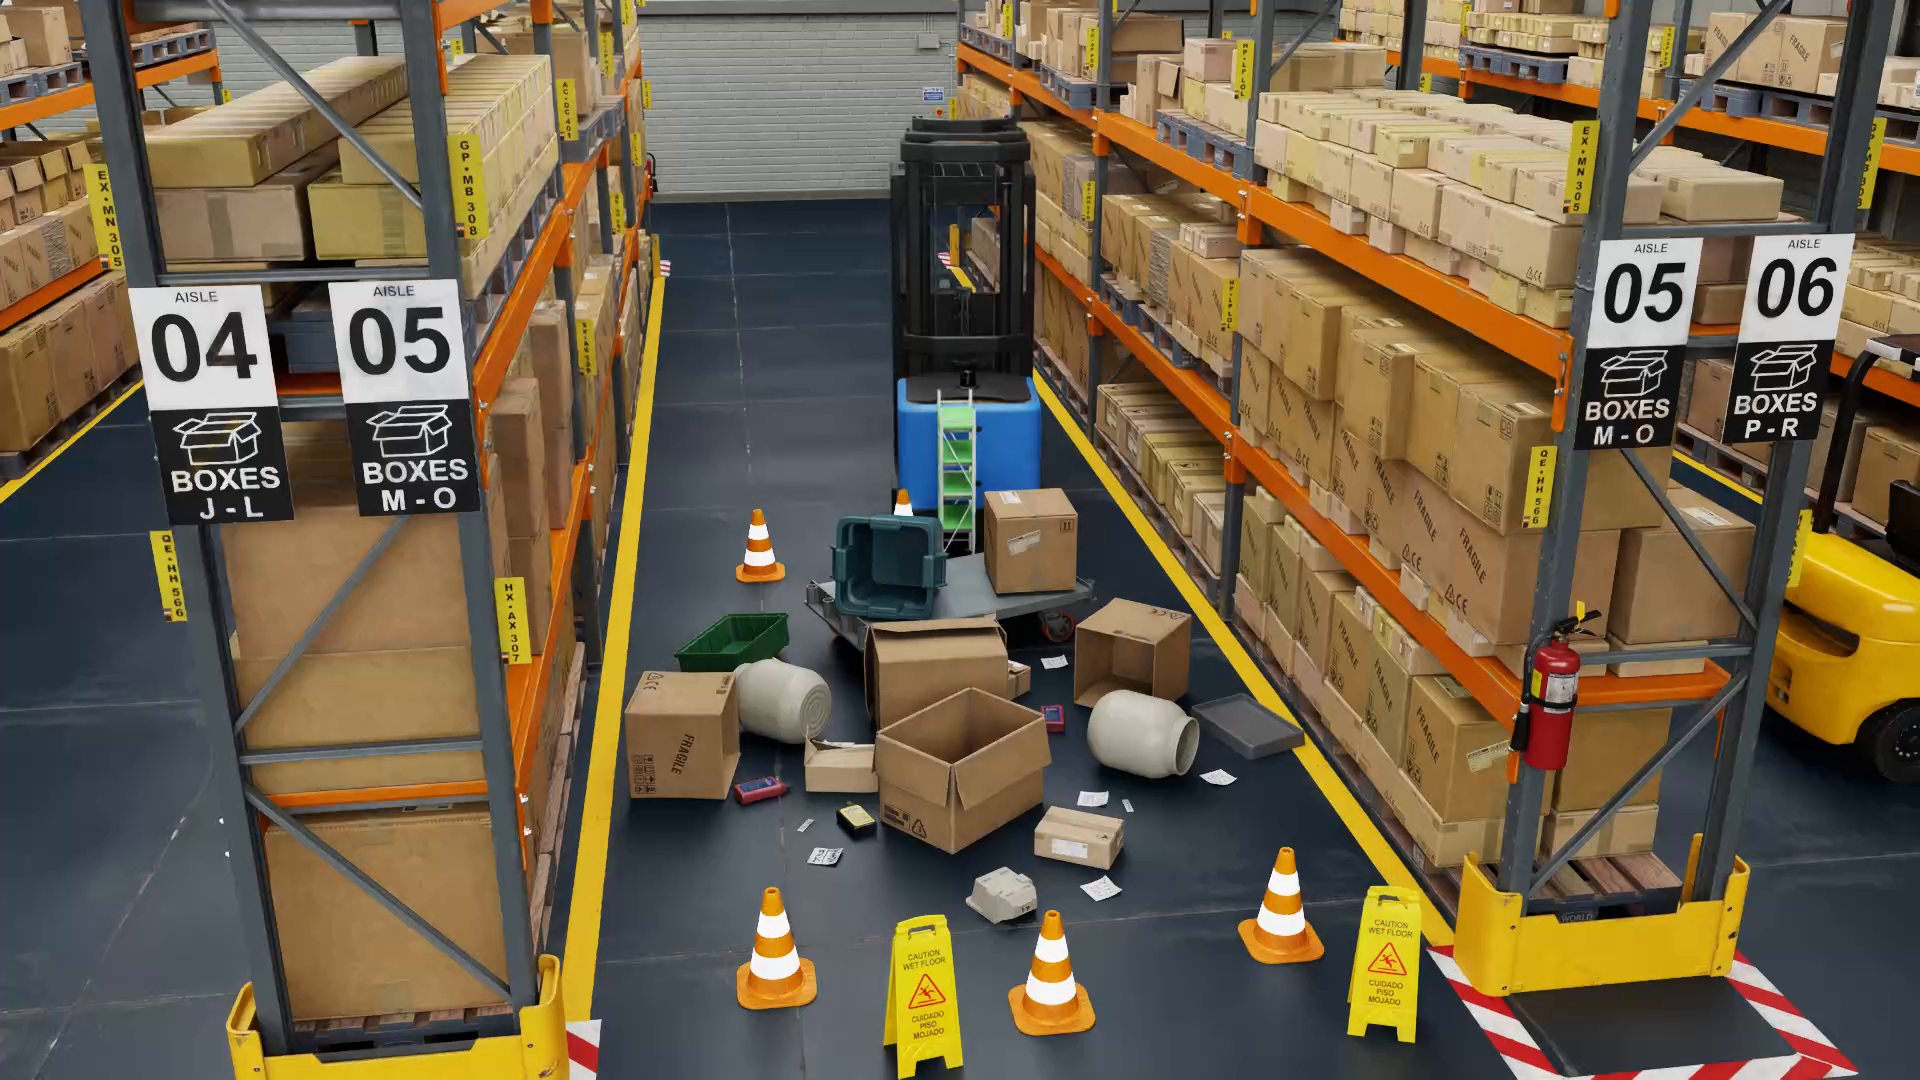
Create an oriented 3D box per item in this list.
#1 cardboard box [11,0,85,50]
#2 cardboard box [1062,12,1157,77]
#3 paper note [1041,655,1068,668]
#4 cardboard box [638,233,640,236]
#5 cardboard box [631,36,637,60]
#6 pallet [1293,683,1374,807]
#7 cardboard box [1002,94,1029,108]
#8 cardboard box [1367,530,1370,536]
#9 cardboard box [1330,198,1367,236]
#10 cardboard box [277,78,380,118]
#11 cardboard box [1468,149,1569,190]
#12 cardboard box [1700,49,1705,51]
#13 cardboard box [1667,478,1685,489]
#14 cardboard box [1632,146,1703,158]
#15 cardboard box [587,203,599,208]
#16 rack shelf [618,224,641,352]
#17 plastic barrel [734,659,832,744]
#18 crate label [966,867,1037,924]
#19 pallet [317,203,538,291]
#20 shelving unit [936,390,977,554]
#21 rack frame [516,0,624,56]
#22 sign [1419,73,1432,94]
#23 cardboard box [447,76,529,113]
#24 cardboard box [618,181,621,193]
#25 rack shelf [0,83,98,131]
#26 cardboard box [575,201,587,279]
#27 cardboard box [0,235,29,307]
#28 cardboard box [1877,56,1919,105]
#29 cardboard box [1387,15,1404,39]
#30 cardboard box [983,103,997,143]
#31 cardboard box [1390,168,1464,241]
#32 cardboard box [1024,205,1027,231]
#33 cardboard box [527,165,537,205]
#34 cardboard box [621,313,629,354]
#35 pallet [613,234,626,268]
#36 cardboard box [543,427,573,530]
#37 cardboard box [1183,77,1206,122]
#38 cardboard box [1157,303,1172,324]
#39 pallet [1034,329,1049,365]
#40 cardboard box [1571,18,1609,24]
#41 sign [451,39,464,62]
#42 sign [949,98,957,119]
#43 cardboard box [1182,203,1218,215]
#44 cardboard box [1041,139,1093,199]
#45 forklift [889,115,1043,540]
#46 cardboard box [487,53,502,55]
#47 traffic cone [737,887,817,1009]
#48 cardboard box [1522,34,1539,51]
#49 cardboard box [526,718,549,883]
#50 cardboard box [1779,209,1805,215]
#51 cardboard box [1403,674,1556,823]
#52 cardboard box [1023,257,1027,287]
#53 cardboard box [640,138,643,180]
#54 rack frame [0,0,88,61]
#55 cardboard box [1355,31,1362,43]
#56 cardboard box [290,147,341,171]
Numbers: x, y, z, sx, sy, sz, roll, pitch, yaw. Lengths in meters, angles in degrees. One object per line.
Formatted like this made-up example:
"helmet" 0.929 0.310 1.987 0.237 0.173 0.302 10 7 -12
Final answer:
"cardboard box" -8.939 -5.150 16.545 0.700 0.500 0.500 -4 21 -11
"cardboard box" 1.286 -4.284 14.368 0.700 0.500 0.500 -4 21 -10
"paper note" 0.581 0.744 10.181 0.148 0.019 0.142 -3 21 -8
"cardboard box" -4.114 -3.666 20.369 0.380 0.149 0.250 -3 21 -7
"cardboard box" -3.858 -5.446 18.437 0.500 0.250 0.500 -2 21 -5
"pallet" 2.504 1.044 9.120 1.003 0.211 1.213 -3 21 -8
"cardboard box" 0.669 -4.867 18.460 0.380 0.149 0.250 -3 21 -8
"cardboard box" 2.303 -0.063 8.457 0.380 0.149 0.250 -3 21 -8
"cardboard box" 2.094 -1.633 8.374 0.380 0.149 0.250 -3 21 -9
"cardboard box" -2.790 -1.953 7.347 0.380 0.149 0.250 -3 21 -8
"cardboard box" 2.389 -1.564 7.049 0.380 0.149 0.250 -3 21 -7
"cardboard box" 6.711 -4.214 14.568 0.380 0.149 0.250 -3 21 -7
"cardboard box" 2.898 -0.075 7.562 0.500 0.500 0.500 -2 21 -6
"cardboard box" 2.931 -1.593 7.126 0.380 0.149 0.250 -3 21 -8
"cardboard box" -3.252 -2.814 14.373 0.380 0.149 0.250 -4 21 -10
"rack shelf" -3.556 -2.372 15.309 1.077 0.370 4.000 -3 21 -8
"plastic barrel" -1.009 0.890 9.228 0.512 0.421 0.421 12 24 30
"crate label" 0.207 1.630 7.656 0.250 0.136 0.298 -15 25 -35
"pallet" -2.410 -1.290 7.224 1.003 0.211 1.213 -3 21 -8
"shelving unit" -0.025 -0.396 11.562 0.258 1.200 0.503 -1 20 -2
"rack frame" -3.844 -6.212 15.988 1.000 3.000 0.127 -3 21 -8
"sign" 2.729 -2.594 9.849 0.100 0.325 0.005 -3 21 -8
"cardboard box" -2.141 -1.989 7.444 0.380 0.149 0.250 -3 21 -8
"cardboard box" -3.591 -3.492 16.614 0.380 0.149 0.250 -2 21 -6
"rack shelf" -8.478 -3.562 14.208 1.077 0.370 4.000 -3 21 -8
"cardboard box" -3.138 -2.201 12.251 0.700 0.500 0.500 -3 21 -9
"cardboard box" -8.067 -2.209 13.701 0.500 0.500 0.500 -3 21 -9
"cardboard box" 6.648 -3.279 11.807 0.500 0.311 0.500 -4 21 -10
"cardboard box" 5.421 -6.099 19.761 0.500 0.250 0.500 -3 21 -9
"cardboard box" 0.551 -4.703 18.949 0.500 0.500 0.500 -3 21 -7
"cardboard box" 2.278 -1.523 7.510 0.500 0.250 0.500 -2 21 -6
"cardboard box" 0.918 -3.272 16.903 0.500 0.250 0.500 -3 21 -9
"cardboard box" -2.136 -1.612 7.574 0.380 0.149 0.250 -3 21 -8
"cardboard box" -3.200 -1.821 14.704 0.500 0.250 0.500 -3 21 -8
"pallet" -3.593 -2.610 15.192 1.003 0.211 1.213 -3 21 -8
"cardboard box" -2.524 -0.386 8.748 0.875 0.550 0.550 -3 21 -8
"cardboard box" 1.825 -2.995 11.276 0.500 0.250 0.500 -3 21 -7
"cardboard box" 1.664 -1.697 12.231 0.380 0.149 0.250 -2 21 -6
"pallet" 1.226 -2.117 17.582 1.003 0.211 1.213 -3 21 -8
"cardboard box" 6.245 -5.061 16.382 0.380 0.149 0.250 -3 21 -7
"sign" -3.804 -3.638 12.643 0.100 0.325 0.005 -3 21 -8
"sign" -0.087 -5.488 21.273 0.100 0.325 0.005 -3 21 -8
"cardboard box" 2.043 -2.363 13.087 0.500 0.500 0.500 -3 21 -9
"cardboard box" 1.070 -3.508 15.749 0.500 0.500 0.500 -3 21 -9
"forklift" 0.012 -1.831 12.929 1.130 2.935 3.031 -1 20 -2
"cardboard box" -3.601 -3.654 13.282 0.500 0.500 0.500 -3 21 -8
"traffic cone" -0.785 1.686 7.041 0.336 0.463 0.334 -3 21 -8
"cardboard box" 5.778 -4.904 16.388 0.380 0.149 0.250 -2 21 -6
"cardboard box" -2.406 1.015 7.647 0.875 0.875 0.875 -3 21 -9
"cardboard box" 6.923 -2.717 14.133 0.380 0.149 0.250 -2 21 -6
"cardboard box" 2.396 0.944 7.659 0.500 0.500 0.500 -3 21 -7
"cardboard box" 1.056 -2.906 18.771 0.875 0.438 0.875 -3 21 -9
"cardboard box" -3.888 -4.304 18.884 0.500 0.500 0.500 -2 21 -5
"rack frame" -8.767 -5.997 15.412 1.000 3.000 0.127 -3 21 -8
"cardboard box" 5.254 -6.399 21.134 0.380 0.149 0.250 -3 21 -7
"cardboard box" -2.532 -1.294 6.152 0.500 0.250 0.500 -3 21 -8
